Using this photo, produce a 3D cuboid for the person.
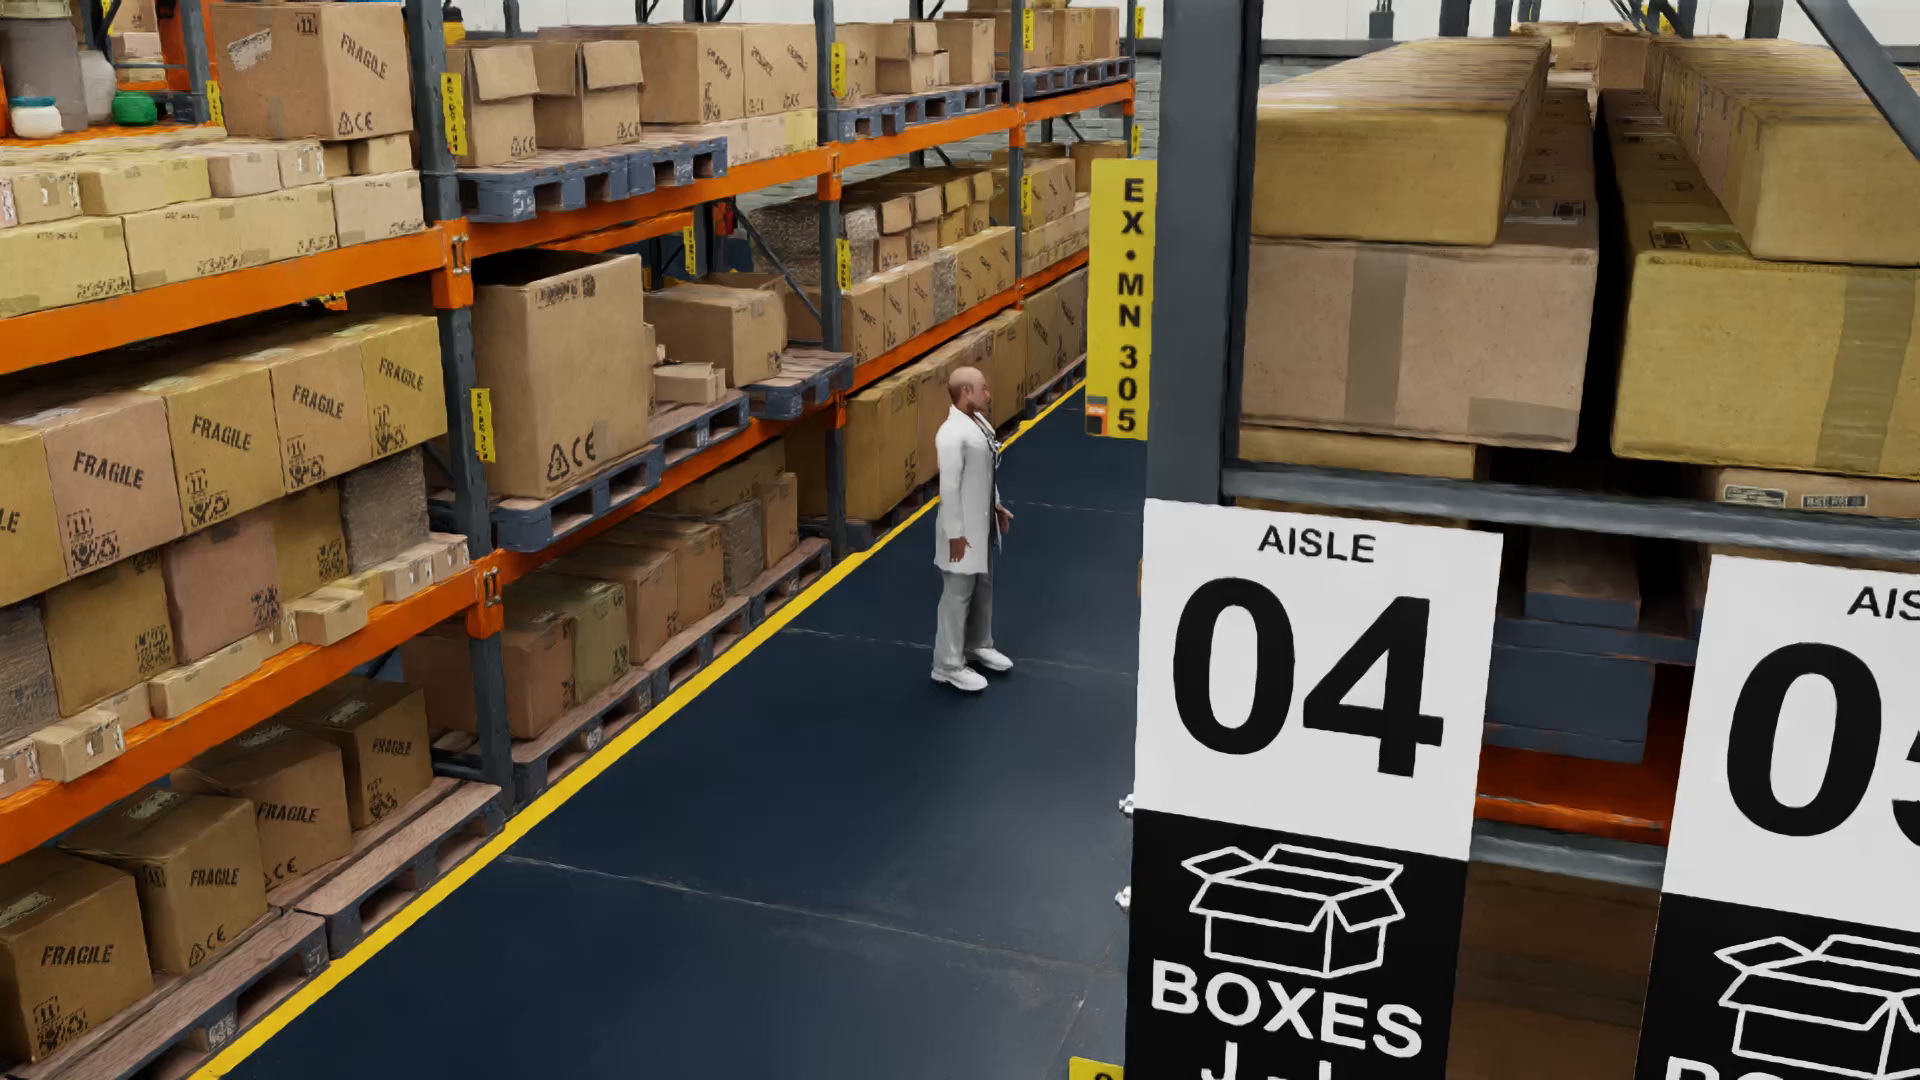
[{"bbox_3d":[0.078,-0.086,9.263,0.422,1.785,0.623,5,19,15],"label":"person"}]
